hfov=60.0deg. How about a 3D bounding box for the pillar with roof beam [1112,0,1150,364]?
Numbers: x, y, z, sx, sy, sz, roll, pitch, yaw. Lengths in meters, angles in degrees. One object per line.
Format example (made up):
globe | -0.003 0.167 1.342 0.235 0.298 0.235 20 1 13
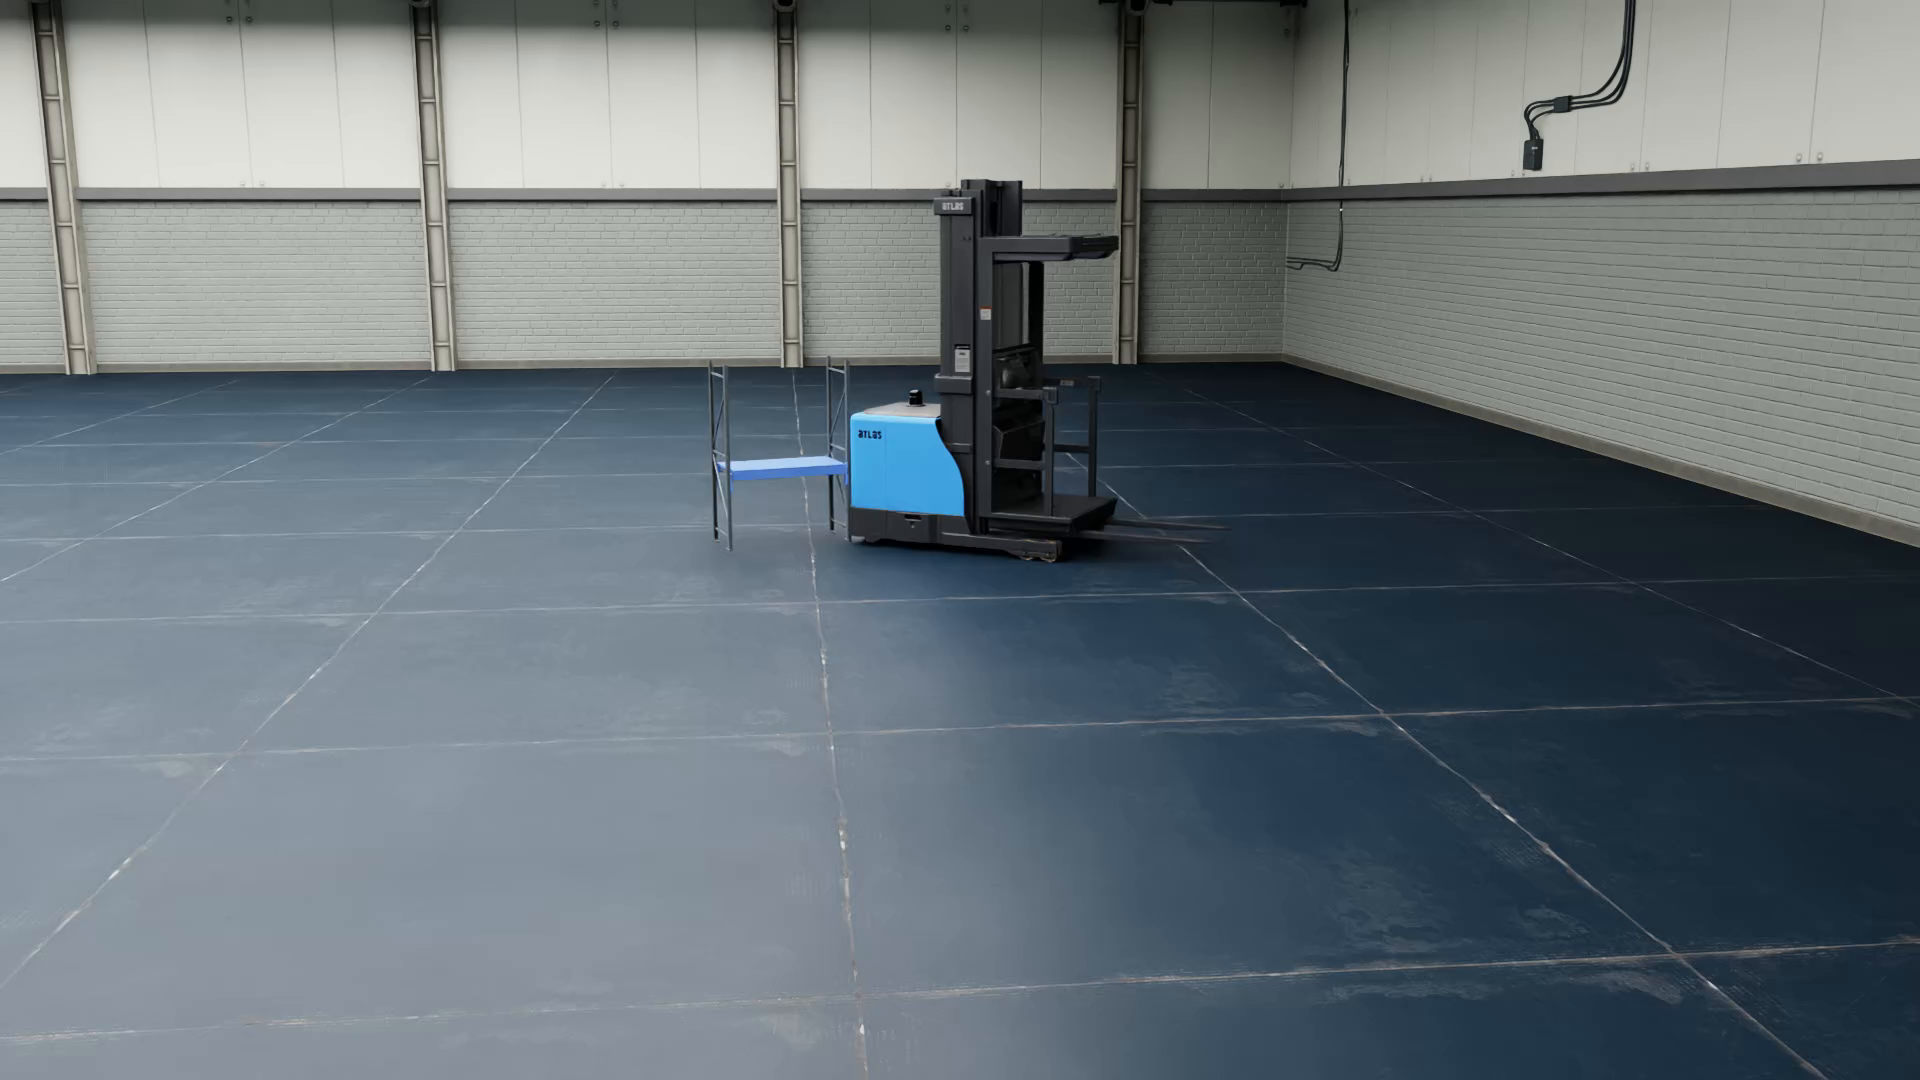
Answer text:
pillar with roof beam | 3.449 -6.791 25.084 0.548 9.000 9.100 -1 11 -6

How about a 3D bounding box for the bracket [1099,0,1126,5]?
bracket | 2.610 -9.306 28.546 0.430 0.232 0.235 -1 11 -6

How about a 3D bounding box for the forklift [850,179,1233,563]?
forklift | 0.654 -1.378 13.281 3.031 2.935 1.130 5 12 24

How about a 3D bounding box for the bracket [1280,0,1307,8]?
bracket | 5.791 -9.373 28.885 0.430 0.232 0.235 -1 11 -6

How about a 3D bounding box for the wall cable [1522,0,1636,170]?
wall cable | 7.065 -7.272 18.715 0.169 6.003 2.305 -1 11 -6

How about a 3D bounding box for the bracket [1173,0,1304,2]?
bracket | 5.204 -9.361 28.822 3.189 0.066 0.076 -1 11 -6

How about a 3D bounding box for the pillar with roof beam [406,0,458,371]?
pillar with roof beam | -8.481 -6.541 23.812 0.548 9.000 9.100 -1 11 -6

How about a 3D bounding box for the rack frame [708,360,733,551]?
rack frame | -1.947 -0.693 13.506 0.032 1.500 0.500 -5 12 -23

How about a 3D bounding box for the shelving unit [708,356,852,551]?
shelving unit | -1.480 -0.732 13.702 1.048 1.500 0.538 -5 12 -23

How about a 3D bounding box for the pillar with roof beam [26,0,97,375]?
pillar with roof beam | -14.446 -6.416 23.177 0.548 9.000 9.100 -1 11 -6

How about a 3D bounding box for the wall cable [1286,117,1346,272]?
wall cable | 6.056 -5.901 28.605 0.112 2.526 3.097 -1 11 -6

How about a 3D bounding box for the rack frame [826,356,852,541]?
rack frame | -1.012 -0.770 13.899 0.032 1.500 0.500 -5 12 -23

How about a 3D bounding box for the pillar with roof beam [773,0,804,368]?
pillar with roof beam | -2.516 -6.666 24.448 0.548 9.000 9.100 -1 11 -6

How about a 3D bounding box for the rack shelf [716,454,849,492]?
rack shelf | -1.480 -0.555 13.737 1.000 0.185 0.538 -5 12 -23

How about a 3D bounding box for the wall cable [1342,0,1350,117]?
wall cable | 6.348 -7.860 25.479 0.112 2.526 3.097 -1 11 -6

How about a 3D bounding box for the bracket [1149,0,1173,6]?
bracket | 3.435 -9.323 28.634 0.430 0.232 0.235 -1 11 -6
